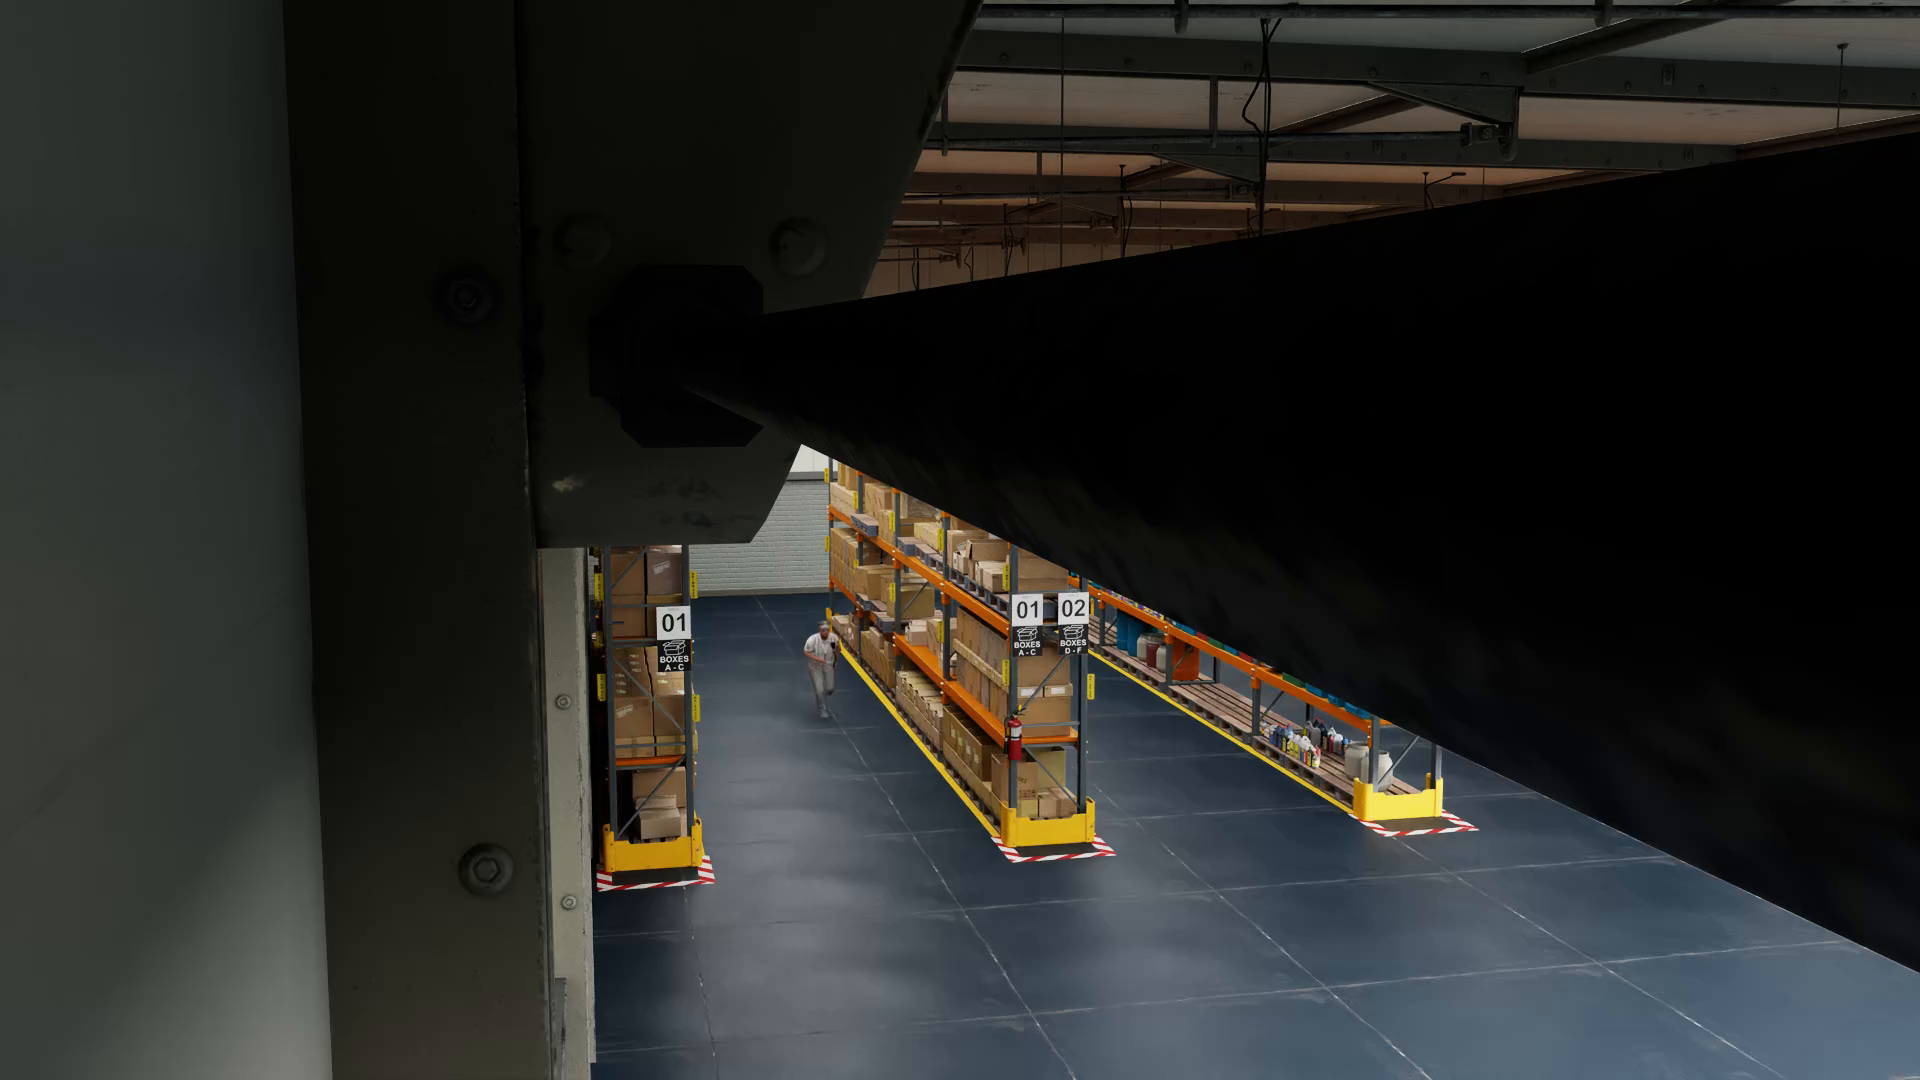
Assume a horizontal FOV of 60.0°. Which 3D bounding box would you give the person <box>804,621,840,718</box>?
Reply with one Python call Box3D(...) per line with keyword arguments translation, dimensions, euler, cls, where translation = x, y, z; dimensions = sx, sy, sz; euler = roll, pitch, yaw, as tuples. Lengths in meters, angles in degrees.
Box3D(translation=(-2.314, 2.172, 28.124), dimensions=(0.654, 1.702, 0.733), euler=(-2, 7, -16), cls="person")
